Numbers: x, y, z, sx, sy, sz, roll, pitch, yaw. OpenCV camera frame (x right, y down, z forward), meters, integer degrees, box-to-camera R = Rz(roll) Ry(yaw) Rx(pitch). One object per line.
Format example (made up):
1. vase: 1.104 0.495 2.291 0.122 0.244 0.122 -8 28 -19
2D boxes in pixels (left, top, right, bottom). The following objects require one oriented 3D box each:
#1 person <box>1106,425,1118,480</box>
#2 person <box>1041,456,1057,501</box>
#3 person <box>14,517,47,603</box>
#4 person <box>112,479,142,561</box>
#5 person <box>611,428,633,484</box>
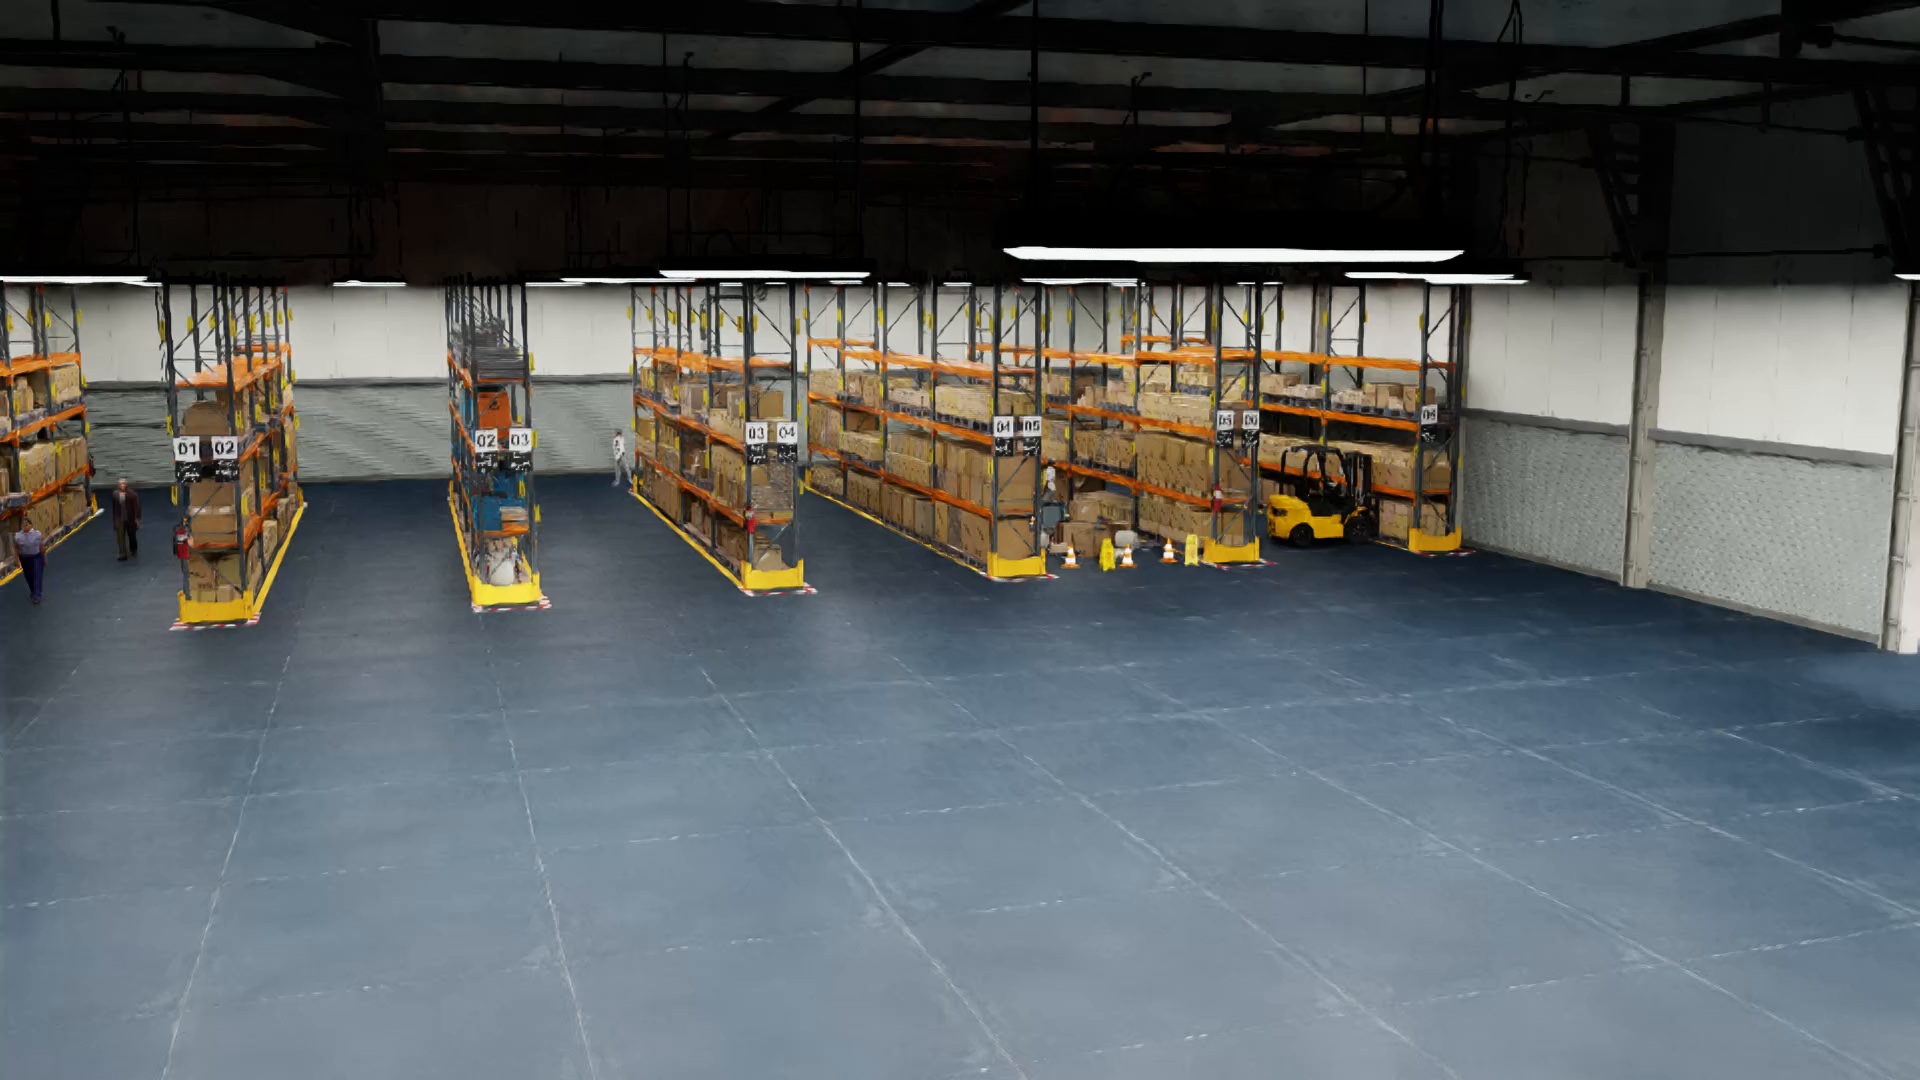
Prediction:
1. person: 4.561 -2.575 49.427 0.517 1.673 0.611 -3 9 -18
2. person: 2.108 -1.191 40.104 0.555 1.660 0.573 1 9 9
3. person: -17.061 0.350 30.493 0.479 1.567 1.090 -2 9 -16
4. person: -17.705 -0.450 35.331 0.600 1.721 1.111 -3 9 -19
5. person: -9.996 -2.490 49.050 0.496 1.658 0.678 8 12 42
